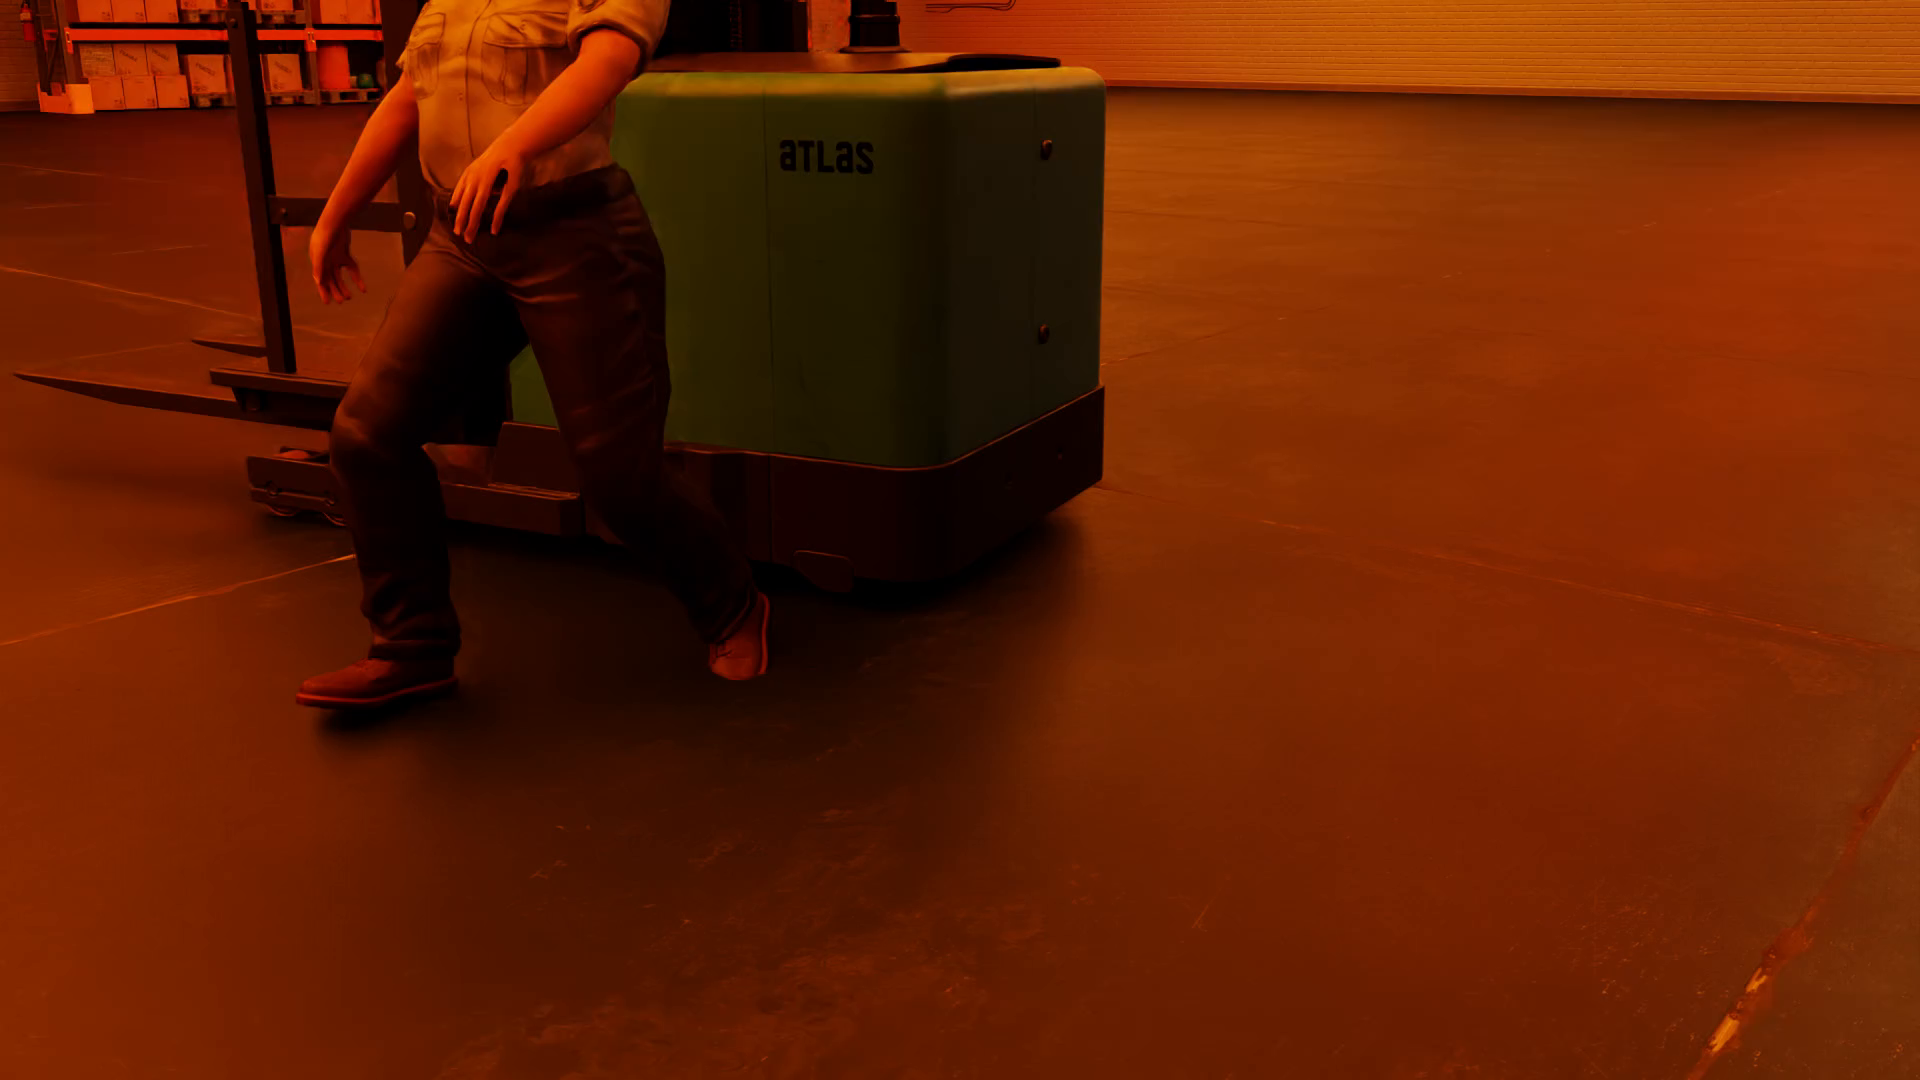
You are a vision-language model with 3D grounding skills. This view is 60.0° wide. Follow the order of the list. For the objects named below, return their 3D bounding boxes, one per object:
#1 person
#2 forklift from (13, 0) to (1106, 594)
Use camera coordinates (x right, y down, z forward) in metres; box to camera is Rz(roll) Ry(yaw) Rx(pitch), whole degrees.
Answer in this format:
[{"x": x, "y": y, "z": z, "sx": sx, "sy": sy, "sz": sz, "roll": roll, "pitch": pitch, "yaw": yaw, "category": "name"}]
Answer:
[{"x": -0.819, "y": -0.444, "z": 2.873, "sx": 0.775, "sy": 1.634, "sz": 0.779, "roll": 9, "pitch": 19, "yaw": 28, "category": "person"}, {"x": -1.195, "y": -1.563, "z": 4.044, "sx": 3.031, "sy": 2.935, "sz": 1.130, "roll": 8, "pitch": 19, "yaw": 24, "category": "forklift"}]
